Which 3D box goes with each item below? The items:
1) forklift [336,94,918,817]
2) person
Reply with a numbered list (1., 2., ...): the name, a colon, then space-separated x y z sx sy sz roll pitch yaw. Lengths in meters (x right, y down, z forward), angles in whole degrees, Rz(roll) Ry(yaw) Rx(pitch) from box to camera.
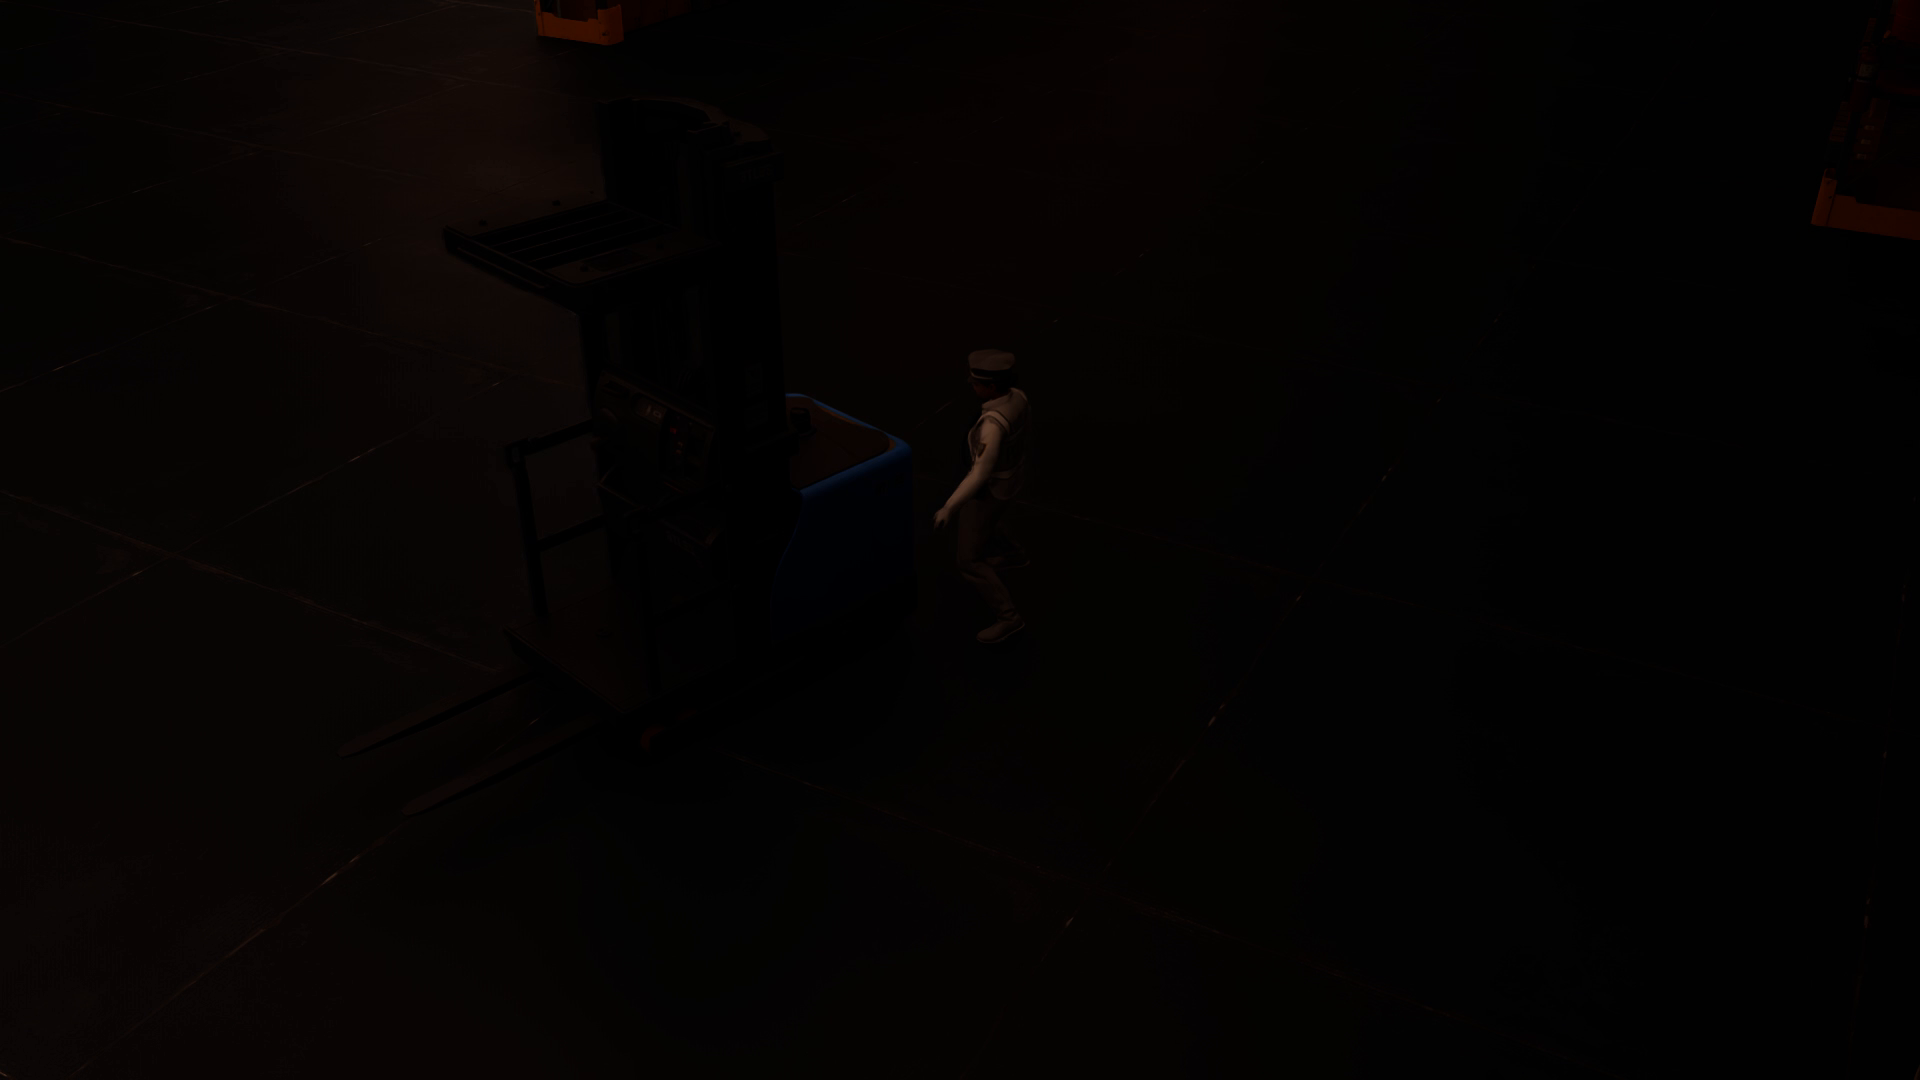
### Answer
1. forklift: -1.633 -0.494 7.927 3.031 2.935 1.130 -27 39 -38
2. person: 0.169 -0.304 8.999 0.570 1.566 0.856 13 32 21
